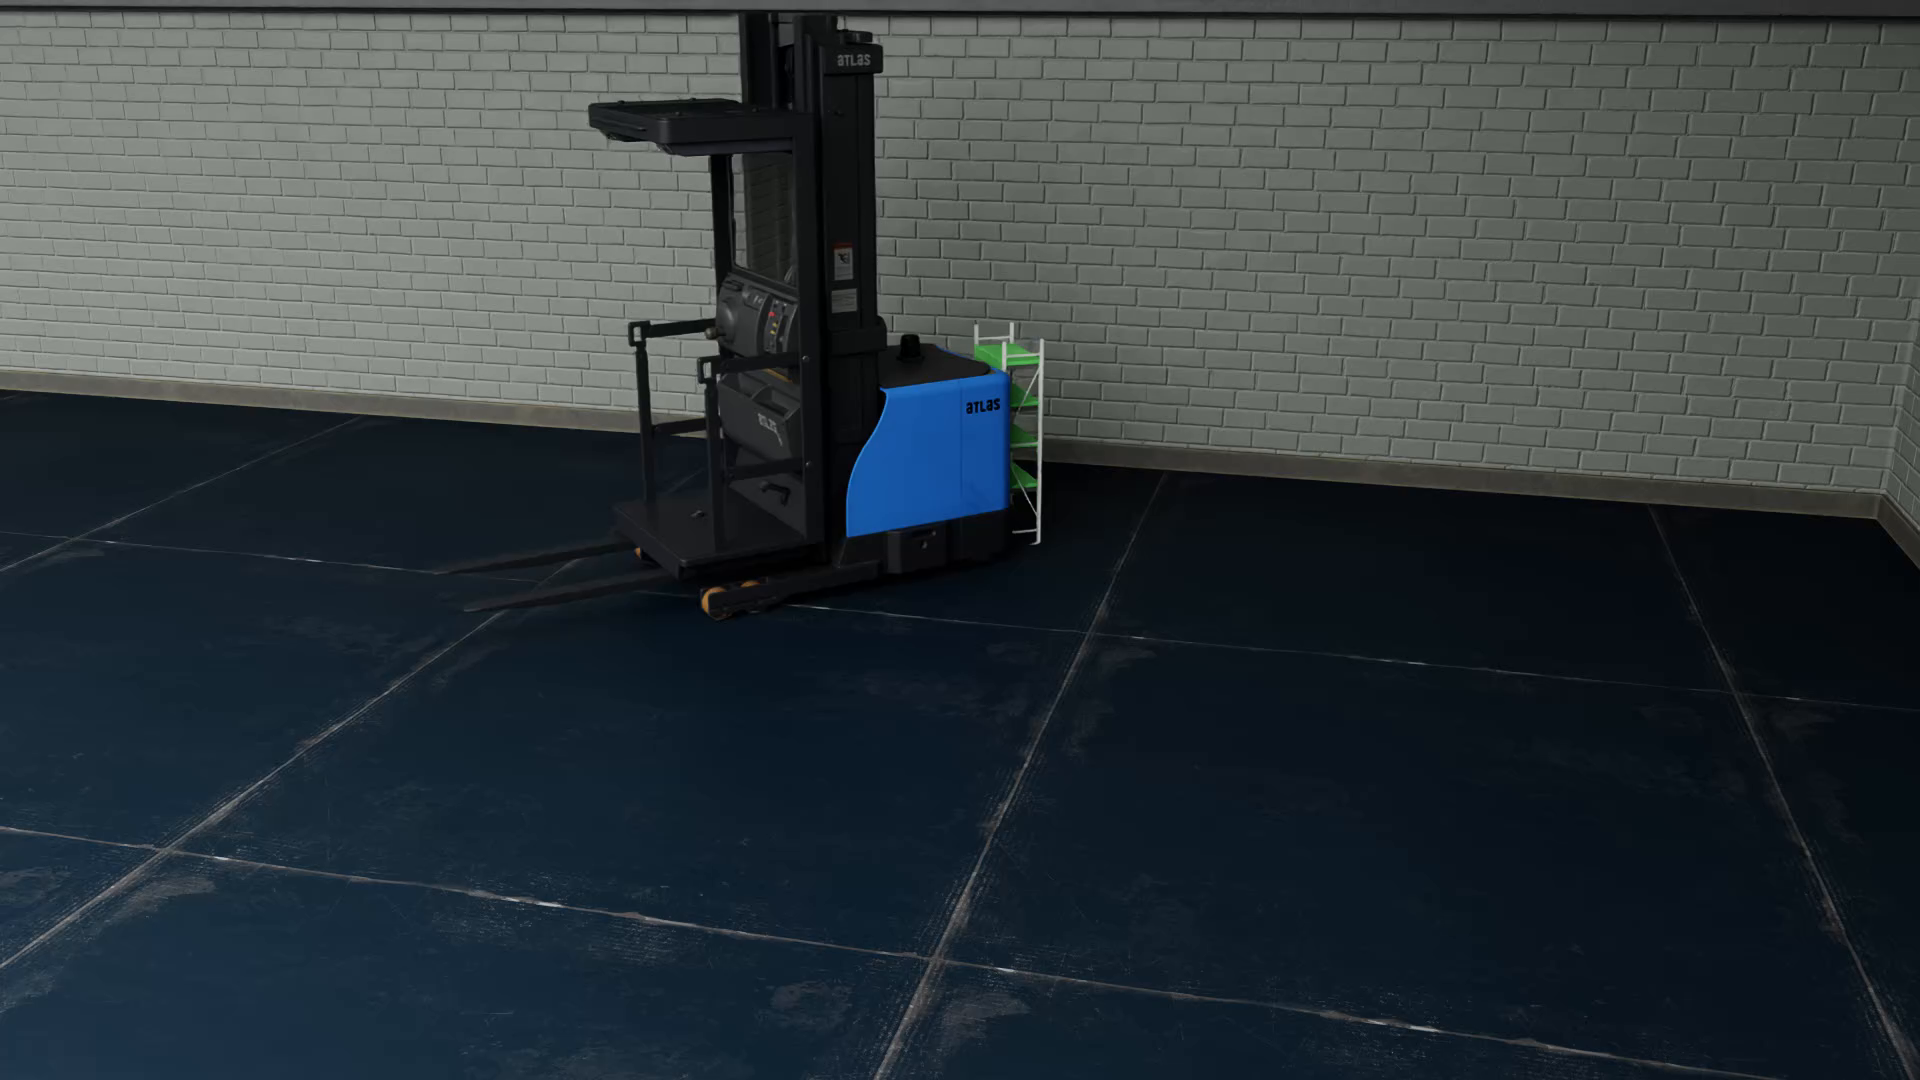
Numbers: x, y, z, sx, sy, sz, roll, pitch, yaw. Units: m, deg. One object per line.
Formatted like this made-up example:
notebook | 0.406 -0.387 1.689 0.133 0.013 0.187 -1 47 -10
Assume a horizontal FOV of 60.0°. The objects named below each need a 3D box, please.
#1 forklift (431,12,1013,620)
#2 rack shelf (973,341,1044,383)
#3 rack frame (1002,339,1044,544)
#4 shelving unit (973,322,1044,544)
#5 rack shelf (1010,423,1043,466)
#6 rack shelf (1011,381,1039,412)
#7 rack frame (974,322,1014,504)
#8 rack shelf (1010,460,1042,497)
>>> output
forklift | -1.240 -1.173 8.587 3.031 2.935 1.130 -11 22 -28
rack shelf | 0.274 -1.007 9.491 0.258 0.148 0.480 -6 20 -17
rack frame | 0.350 -0.538 9.406 0.240 1.200 0.015 -6 20 -17
shelving unit | 0.274 -0.613 9.626 0.258 1.200 0.503 -6 20 -17
rack shelf | 0.274 -0.552 9.646 0.258 0.148 0.480 -6 20 -17
rack shelf | 0.274 -0.780 9.569 0.258 0.148 0.480 -6 20 -17
rack frame | 0.199 -0.688 9.845 0.240 1.200 0.015 -6 20 -17
rack shelf | 0.274 -0.325 9.724 0.258 0.148 0.480 -6 20 -17
